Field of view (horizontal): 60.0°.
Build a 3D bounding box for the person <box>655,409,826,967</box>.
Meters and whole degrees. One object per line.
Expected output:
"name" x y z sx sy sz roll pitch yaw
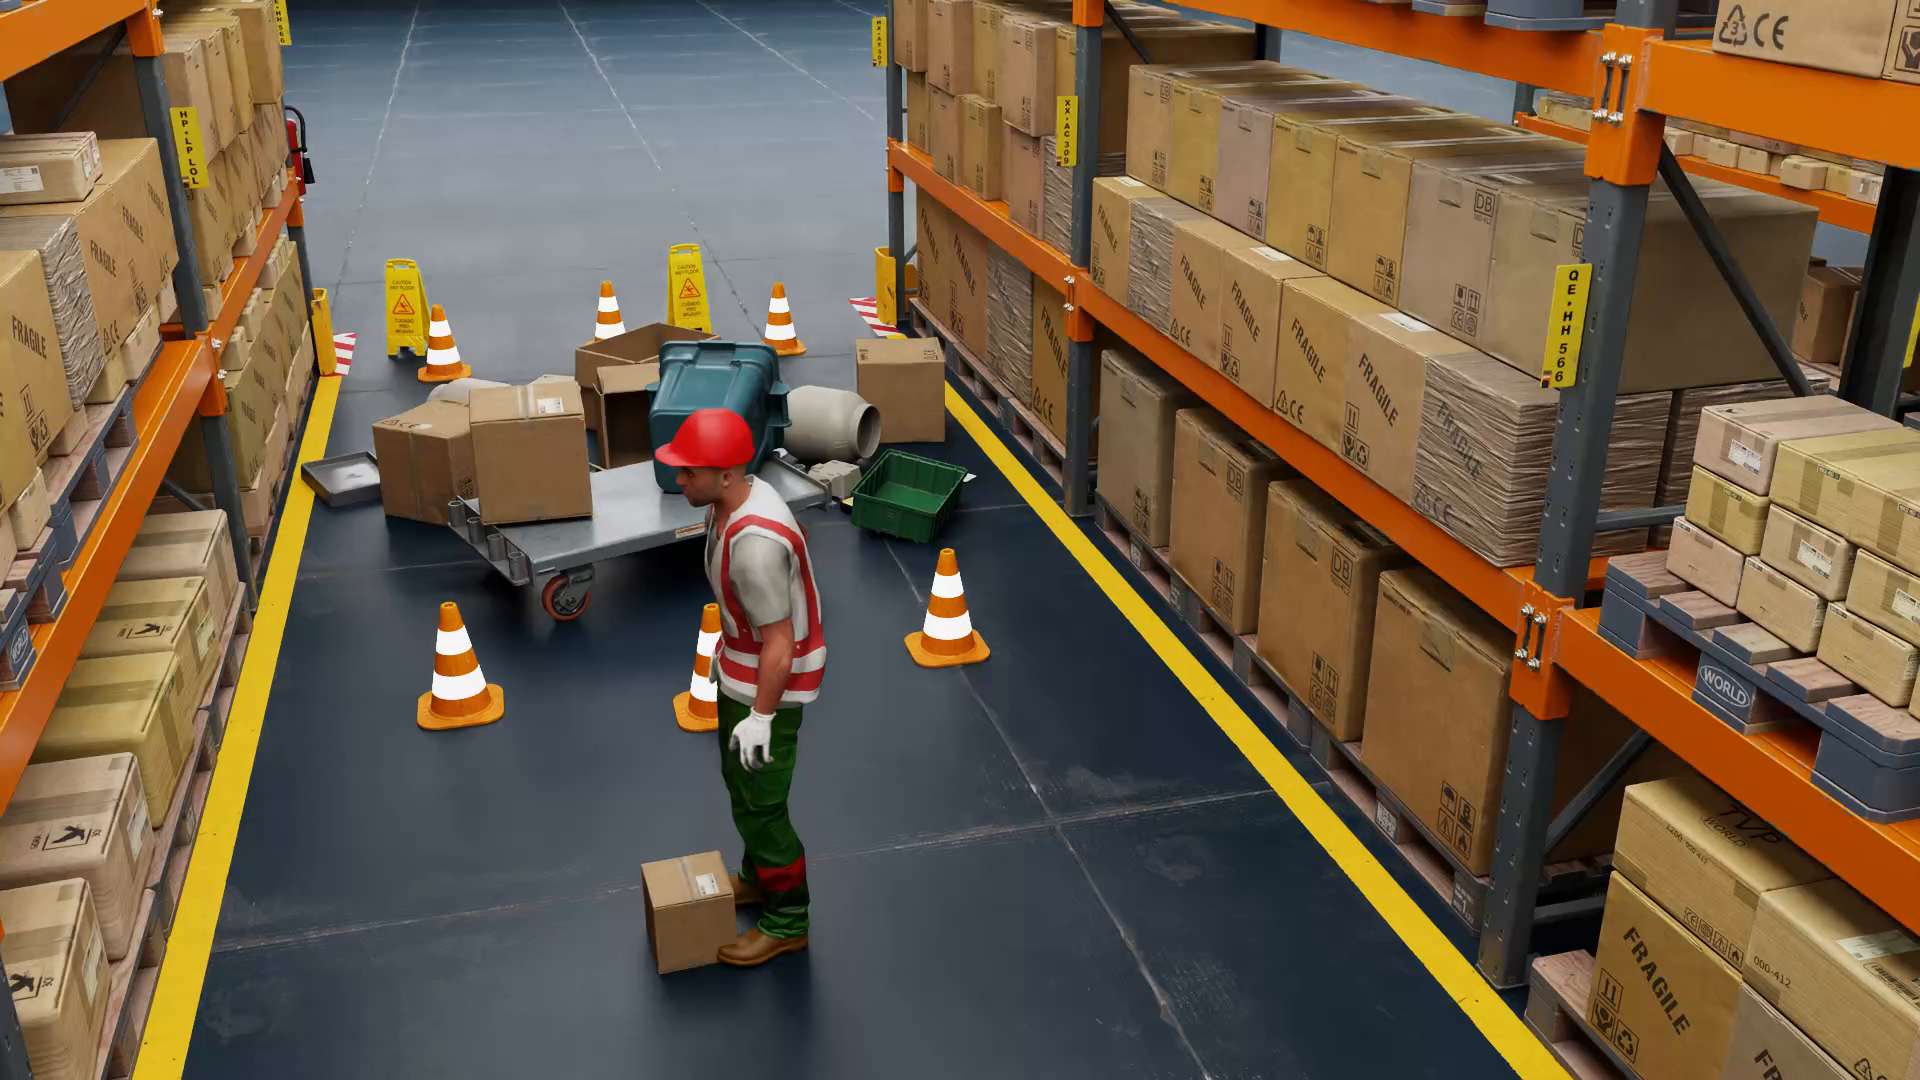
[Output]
"person" -0.642 0.441 5.021 0.454 1.779 0.609 -6 24 -15
